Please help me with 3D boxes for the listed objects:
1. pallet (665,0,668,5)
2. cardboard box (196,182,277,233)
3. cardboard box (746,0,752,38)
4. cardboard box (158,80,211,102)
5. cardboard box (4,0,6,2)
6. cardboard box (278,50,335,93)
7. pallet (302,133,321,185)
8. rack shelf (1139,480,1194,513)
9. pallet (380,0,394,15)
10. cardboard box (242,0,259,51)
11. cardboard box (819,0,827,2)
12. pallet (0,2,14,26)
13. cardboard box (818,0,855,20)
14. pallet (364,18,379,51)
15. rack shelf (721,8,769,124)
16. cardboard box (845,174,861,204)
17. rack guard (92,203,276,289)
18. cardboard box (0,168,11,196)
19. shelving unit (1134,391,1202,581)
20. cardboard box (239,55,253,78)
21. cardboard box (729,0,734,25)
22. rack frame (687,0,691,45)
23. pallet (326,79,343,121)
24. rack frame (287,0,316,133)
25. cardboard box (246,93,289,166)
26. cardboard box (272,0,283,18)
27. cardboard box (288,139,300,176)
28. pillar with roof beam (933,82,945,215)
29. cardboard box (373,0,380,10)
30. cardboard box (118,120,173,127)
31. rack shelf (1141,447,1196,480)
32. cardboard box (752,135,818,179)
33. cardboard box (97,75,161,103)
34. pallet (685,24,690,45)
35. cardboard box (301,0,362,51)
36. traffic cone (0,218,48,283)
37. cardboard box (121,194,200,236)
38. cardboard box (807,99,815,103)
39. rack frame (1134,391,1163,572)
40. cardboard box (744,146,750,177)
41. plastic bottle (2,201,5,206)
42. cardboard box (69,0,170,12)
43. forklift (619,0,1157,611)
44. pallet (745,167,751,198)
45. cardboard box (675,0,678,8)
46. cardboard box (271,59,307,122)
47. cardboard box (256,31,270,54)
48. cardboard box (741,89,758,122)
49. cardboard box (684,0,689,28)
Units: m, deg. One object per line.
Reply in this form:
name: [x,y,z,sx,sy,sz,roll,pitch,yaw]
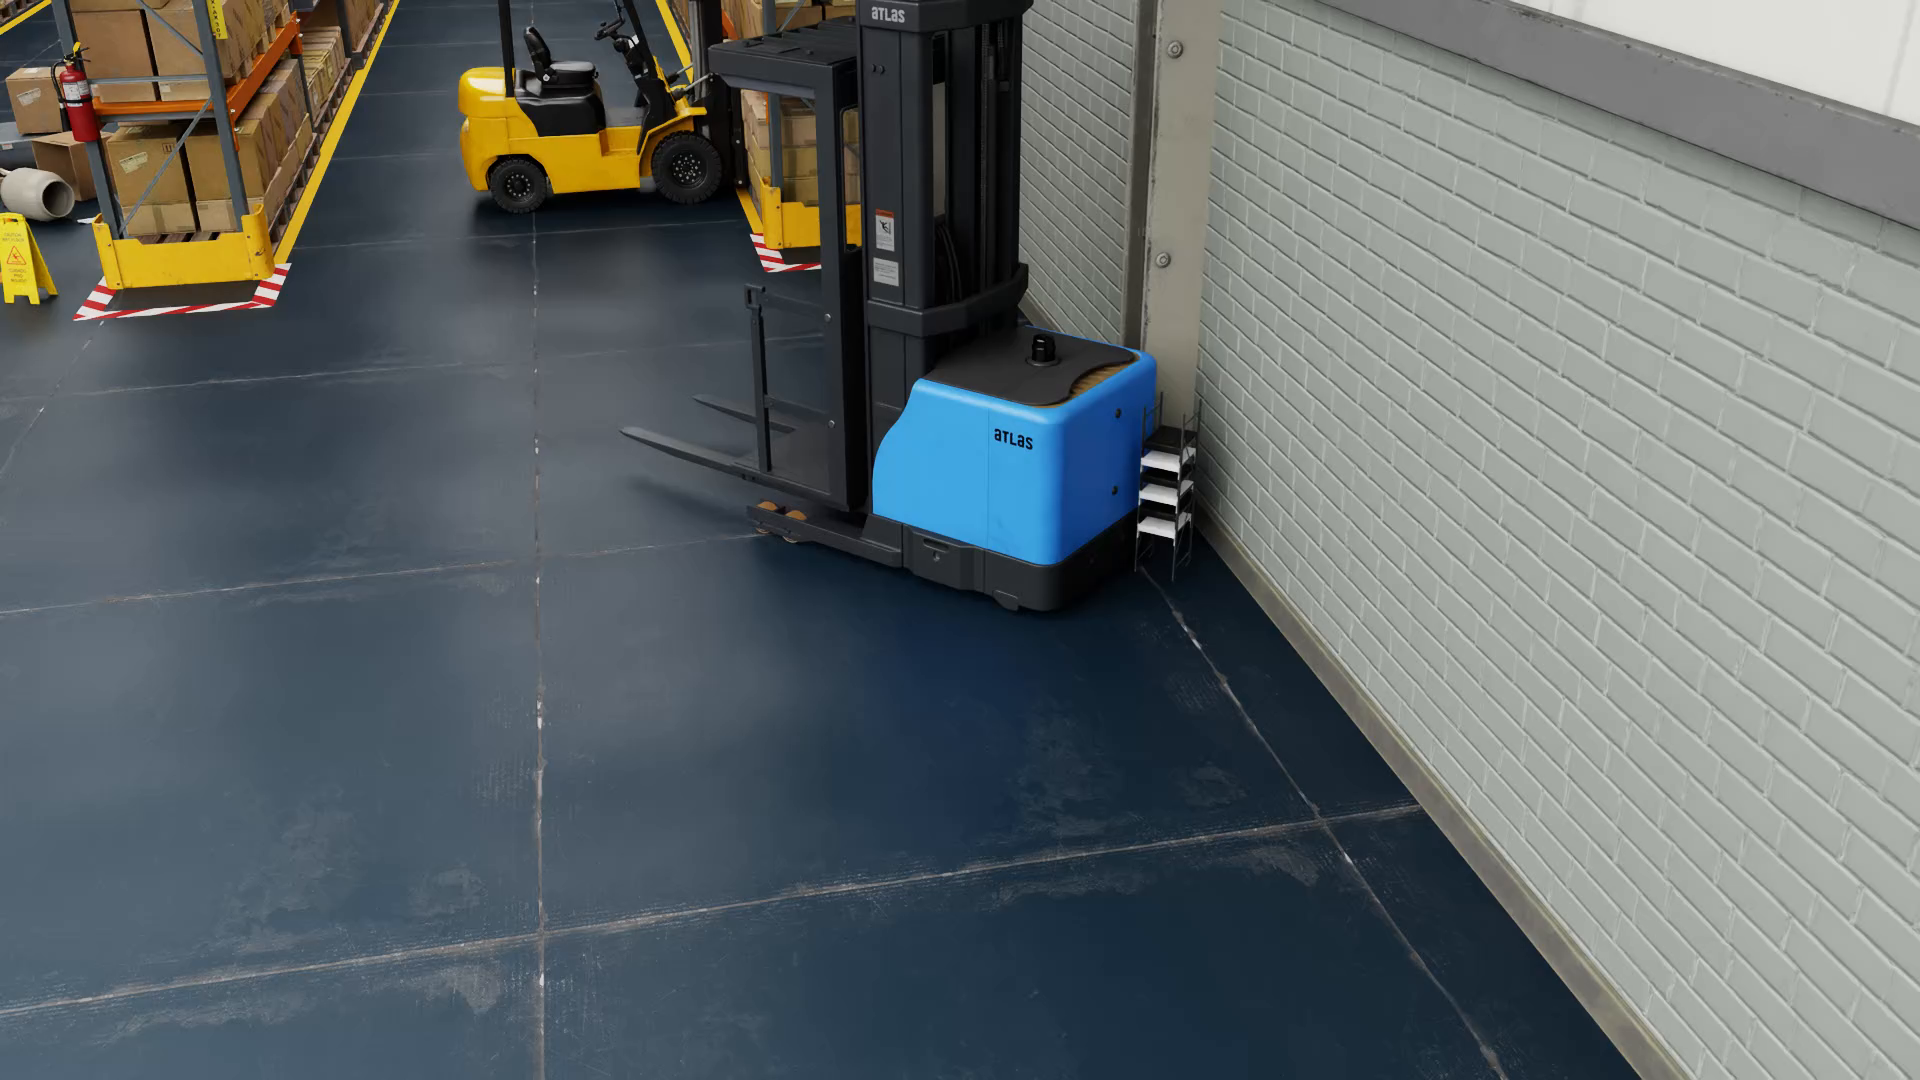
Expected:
pallet: [-3.878,-8.145,24.652,1.003,0.211,1.213,-6,27,-12]
cardboard box: [-5.768,-2.656,13.270,0.500,0.250,0.500,-6,27,-12]
cardboard box: [-1.495,-4.283,13.795,0.500,0.500,0.500,-5,27,-10]
cardboard box: [-5.730,-3.372,12.381,0.380,0.149,0.250,-6,27,-11]
cardboard box: [-13.401,-7.470,22.918,0.380,0.149,0.250,-7,28,-13]
cardboard box: [-7.201,-4.935,17.649,0.950,0.372,0.625,-5,27,-10]
pallet: [-6.571,-3.534,15.518,1.003,0.211,1.213,-6,27,-12]
rack shelf: [1.034,-0.235,8.292,0.200,0.077,0.258,14,30,25]
pallet: [-8.655,-7.679,23.730,1.003,0.211,1.213,-6,27,-12]
cardboard box: [-5.928,-4.178,13.258,0.500,0.500,0.500,-6,27,-13]
cardboard box: [-0.962,-4.431,13.370,0.380,0.149,0.250,-6,27,-12]
pallet: [-13.545,-7.082,22.546,1.003,0.211,1.213,-6,27,-12]
cardboard box: [-0.861,-4.110,13.453,0.500,0.500,0.500,-5,27,-10]
pallet: [-8.034,-6.470,21.334,1.003,0.211,1.213,-6,27,-12]
rack shelf: [-1.471,-4.377,14.891,1.077,0.370,4.000,-6,27,-12]
cardboard box: [-0.940,-3.015,13.981,0.500,0.250,0.500,-6,27,-11]
rack guard: [-5.873,-2.232,12.617,1.175,0.500,0.348,-6,27,-12]
cardboard box: [-8.664,-3.274,14.942,0.396,0.266,0.258,19,32,32]
shelving unit: [1.034,-0.265,8.277,0.210,0.900,0.258,14,30,25]
cardboard box: [-5.794,-3.722,13.075,0.380,0.149,0.250,-6,27,-11]
cardboard box: [-1.827,-4.950,15.117,0.500,0.500,0.500,-6,27,-12]
rack frame: [-2.823,-7.332,19.947,1.000,3.000,0.127,-6,27,-12]
pallet: [-7.212,-4.704,17.835,1.003,0.211,1.213,-6,27,-12]
rack frame: [-6.757,-5.070,15.466,1.000,3.000,0.127,-6,27,-12]
cardboard box: [-6.001,-3.452,14.013,0.500,0.500,0.500,-5,27,-11]
cardboard box: [-6.292,-4.853,14.594,0.500,0.500,0.500,-5,27,-10]
cardboard box: [-6.122,-3.342,14.627,0.500,0.250,0.500,-6,27,-11]
pillar with roof beam: [-4.493,-6.458,11.558,9.100,9.000,0.400,-6,27,-12]
cardboard box: [-8.342,-7.557,22.286,0.875,0.875,0.875,-5,27,-10]
cardboard box: [-6.438,-3.378,13.147,0.380,0.149,0.250,-5,27,-10]
rack shelf: [1.034,-0.396,8.210,0.200,0.077,0.258,14,30,25]
cardboard box: [-1.435,-3.185,13.762,0.500,0.250,0.500,-6,27,-12]
cardboard box: [-6.148,-3.345,12.326,0.380,0.149,0.250,-5,27,-10]
pallet: [-2.955,-6.419,21.233,1.003,0.211,1.213,-6,27,-12]
cardboard box: [-7.733,-6.377,19.947,0.875,0.875,0.875,-6,27,-12]
traffic cone: [-7.209,-2.240,12.673,0.336,0.463,0.334,-6,27,-12]
cardboard box: [-6.305,-2.612,13.182,0.500,0.250,0.500,-6,27,-12]
cardboard box: [-1.060,-3.675,14.179,0.500,0.250,0.500,-6,27,-12]
rack frame: [0.944,-0.287,8.320,0.006,0.900,0.240,14,30,25]
cardboard box: [-1.641,-3.394,14.731,0.500,0.250,0.500,-6,27,-11]
plastic bottle: [-8.293,-3.002,14.629,0.133,0.061,0.283,-1,27,-3]
cardboard box: [-6.183,-4.140,12.073,0.700,0.500,0.500,-7,28,-13]
forklift: [-0.515,-1.470,8.410,3.031,2.935,1.130,17,32,31]
pallet: [-1.505,-3.441,15.333,1.003,0.211,1.213,-6,27,-12]
cardboard box: [-3.597,-7.472,22.533,0.500,0.500,0.500,-7,28,-13]
cardboard box: [-6.362,-4.133,15.362,0.500,0.500,0.500,-6,27,-12]
cardboard box: [-6.033,-4.178,13.977,0.380,0.149,0.250,-6,27,-11]
cardboard box: [-1.672,-3.841,14.506,0.500,0.250,0.500,-6,27,-11]
cardboard box: [-3.230,-6.788,21.178,0.500,0.500,0.500,-6,27,-12]
